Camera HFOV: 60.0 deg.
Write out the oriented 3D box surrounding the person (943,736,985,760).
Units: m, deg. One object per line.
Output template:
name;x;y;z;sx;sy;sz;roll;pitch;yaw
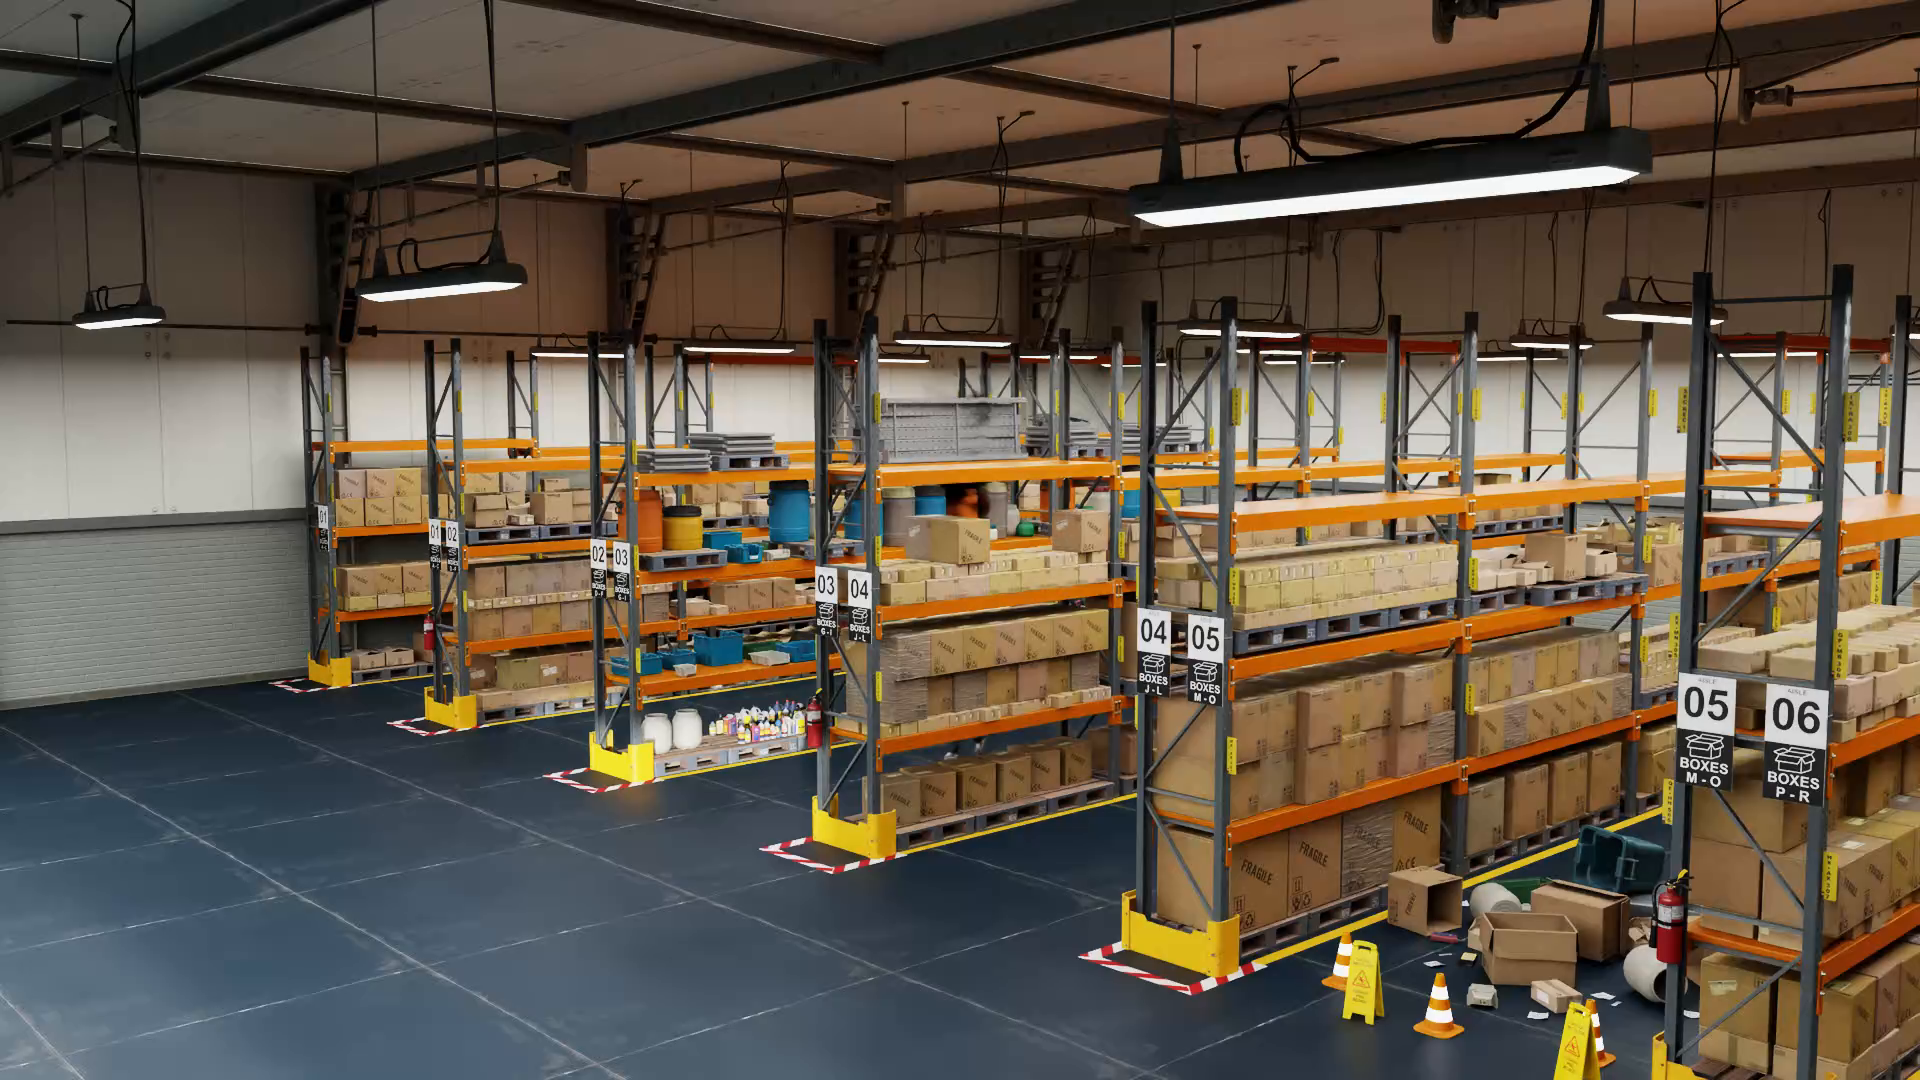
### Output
person;0.027;2.129;22.222;0.548;1.582;0.740;5;7;42
